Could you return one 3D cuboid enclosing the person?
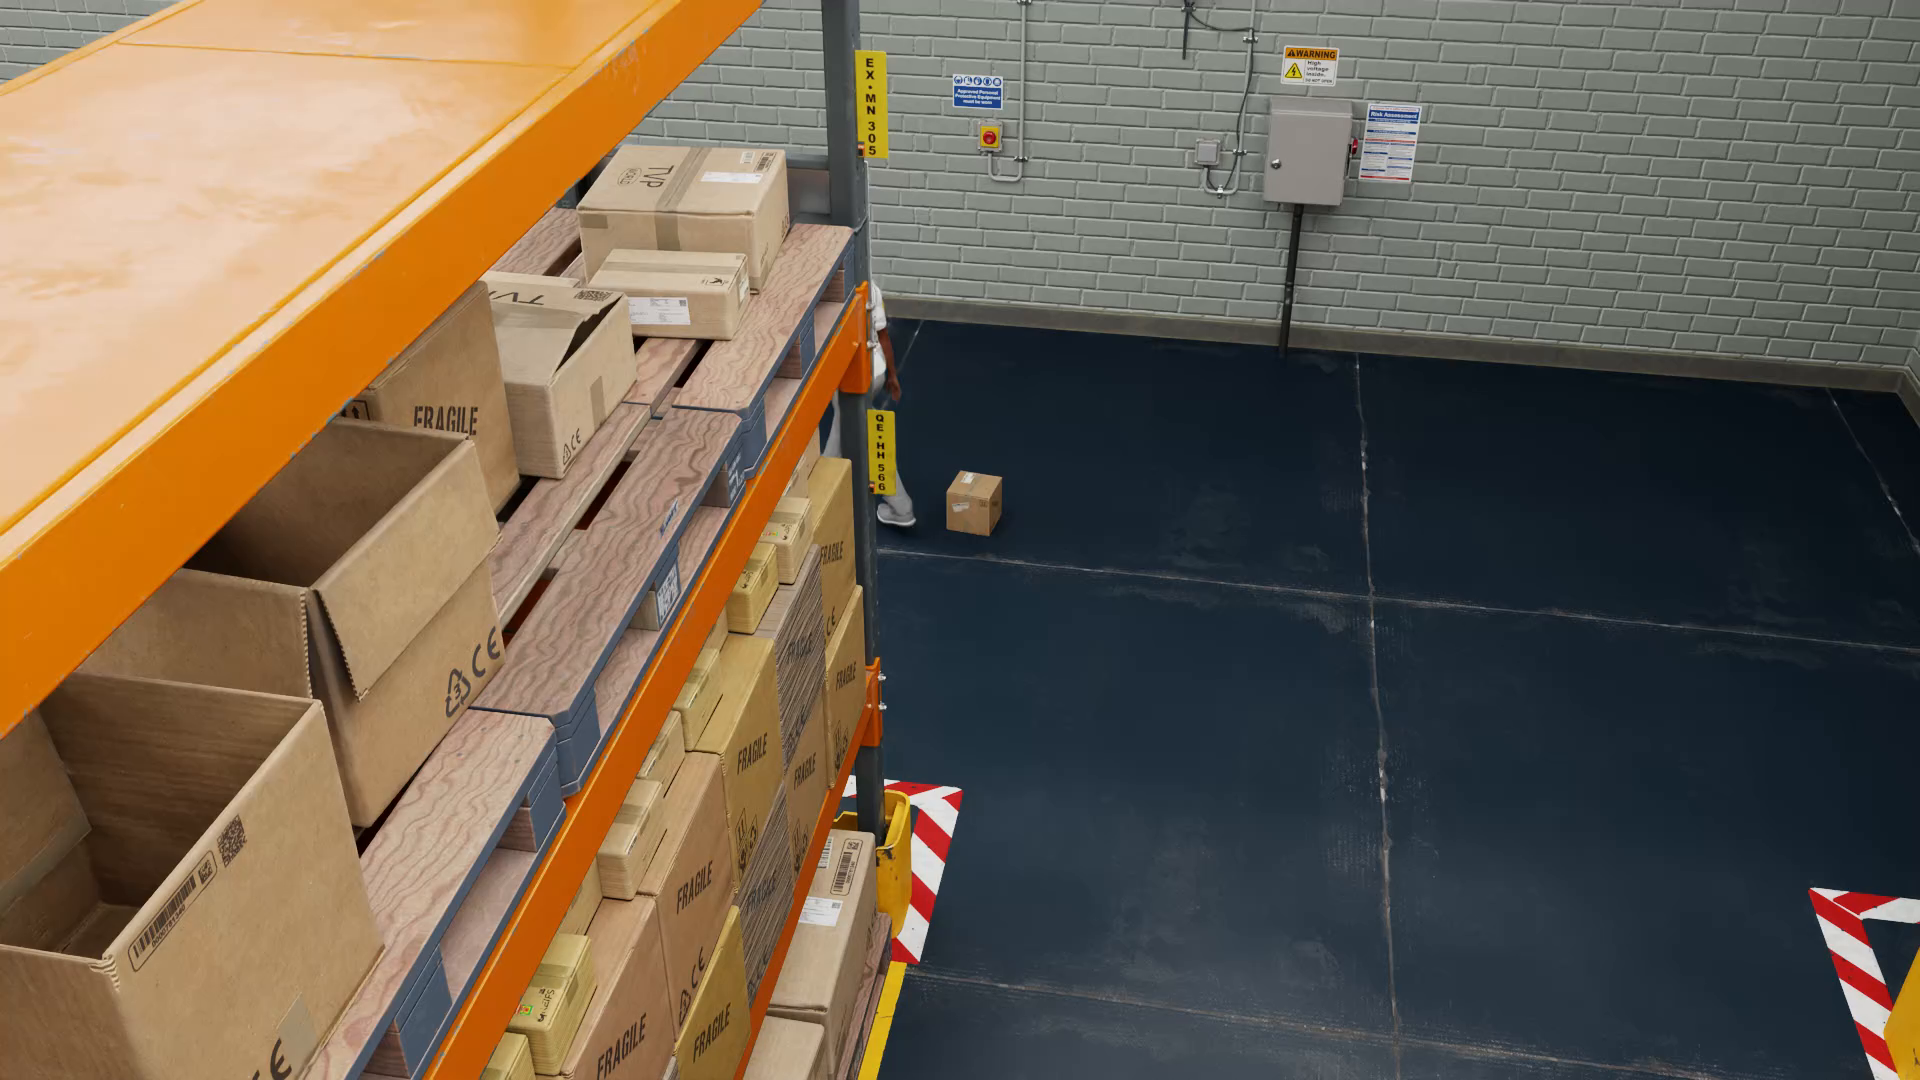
[{"bbox_3d":[-0.620,-0.910,9.160,1.022,1.614,0.476,27,41,36],"label":"person"}]
